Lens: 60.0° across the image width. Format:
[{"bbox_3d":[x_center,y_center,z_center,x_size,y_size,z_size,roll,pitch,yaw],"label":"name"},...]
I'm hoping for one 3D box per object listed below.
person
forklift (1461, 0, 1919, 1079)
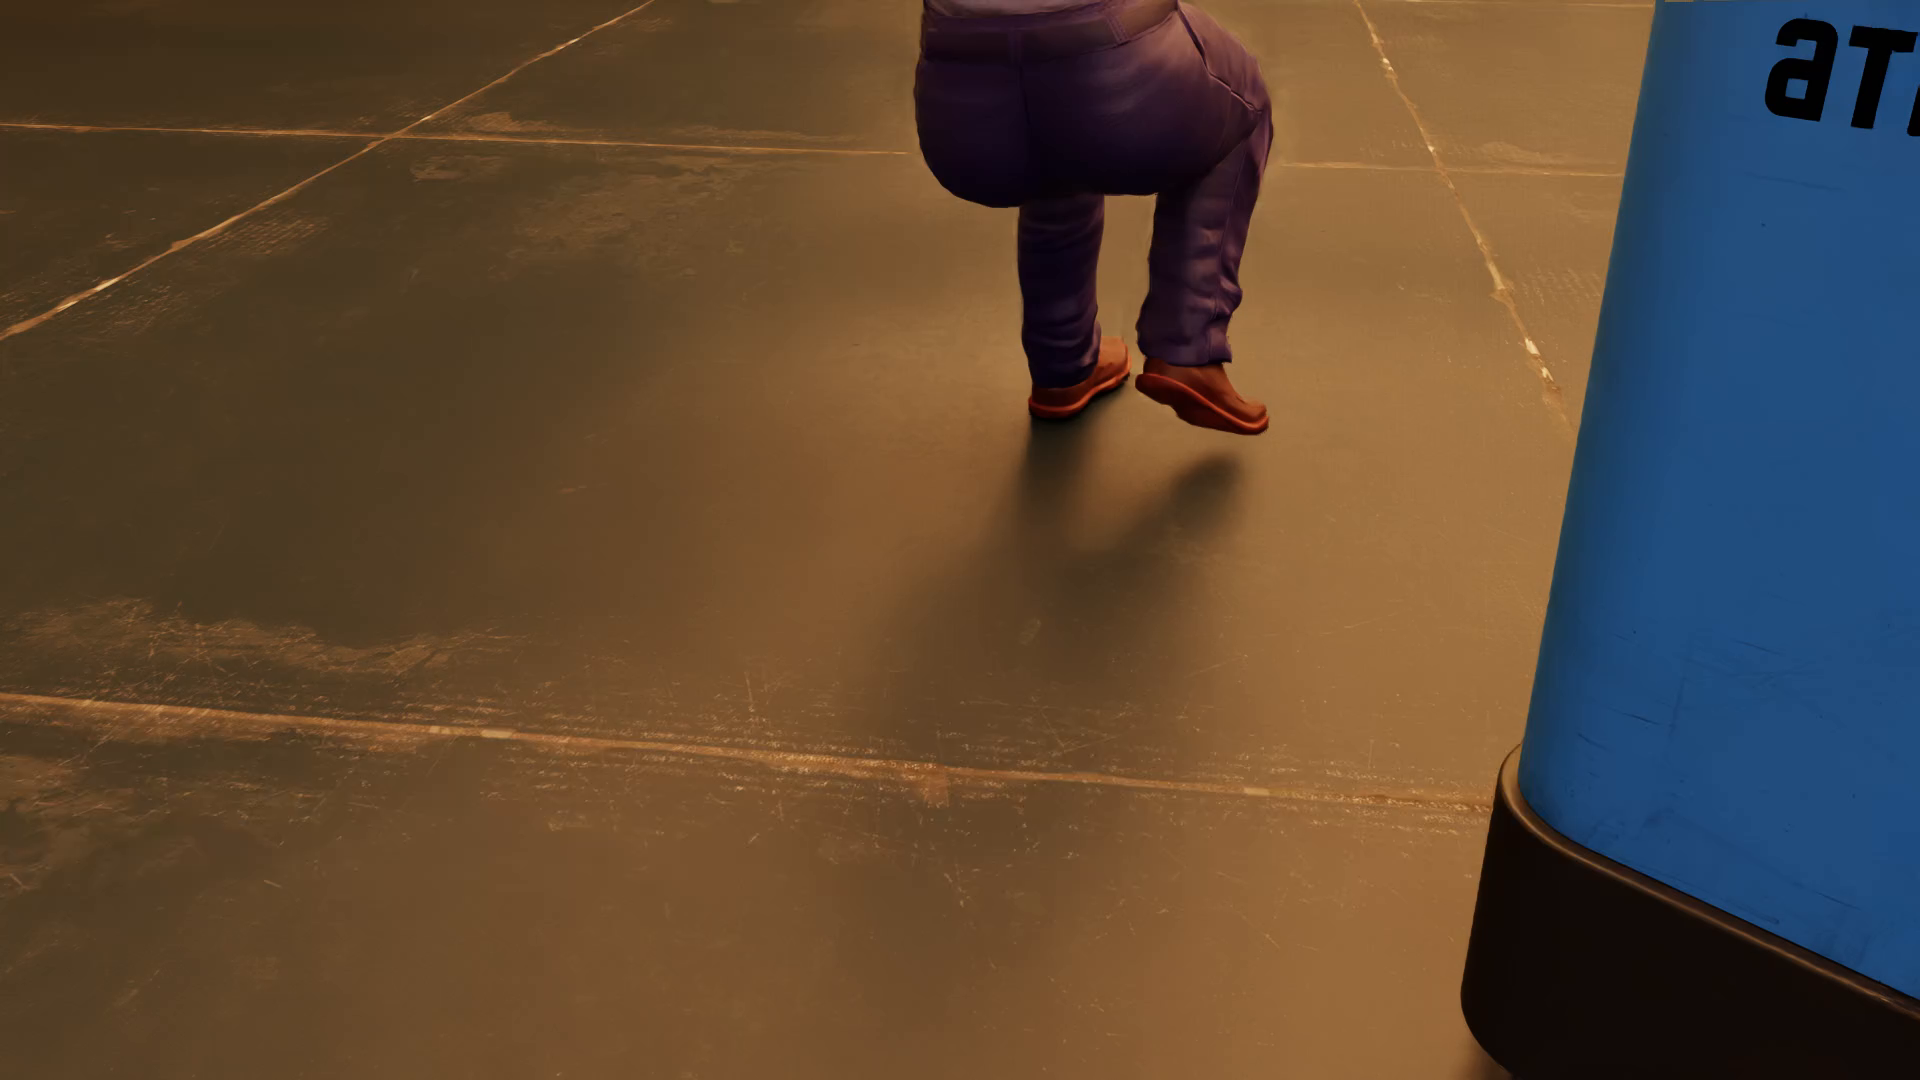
[{"bbox_3d":[0.216,-0.788,2.475,0.995,1.419,0.802,9,28,17],"label":"person"},{"bbox_3d":[1.844,-0.504,0.227,1.130,2.935,3.031,-24,35,-39],"label":"forklift"}]
